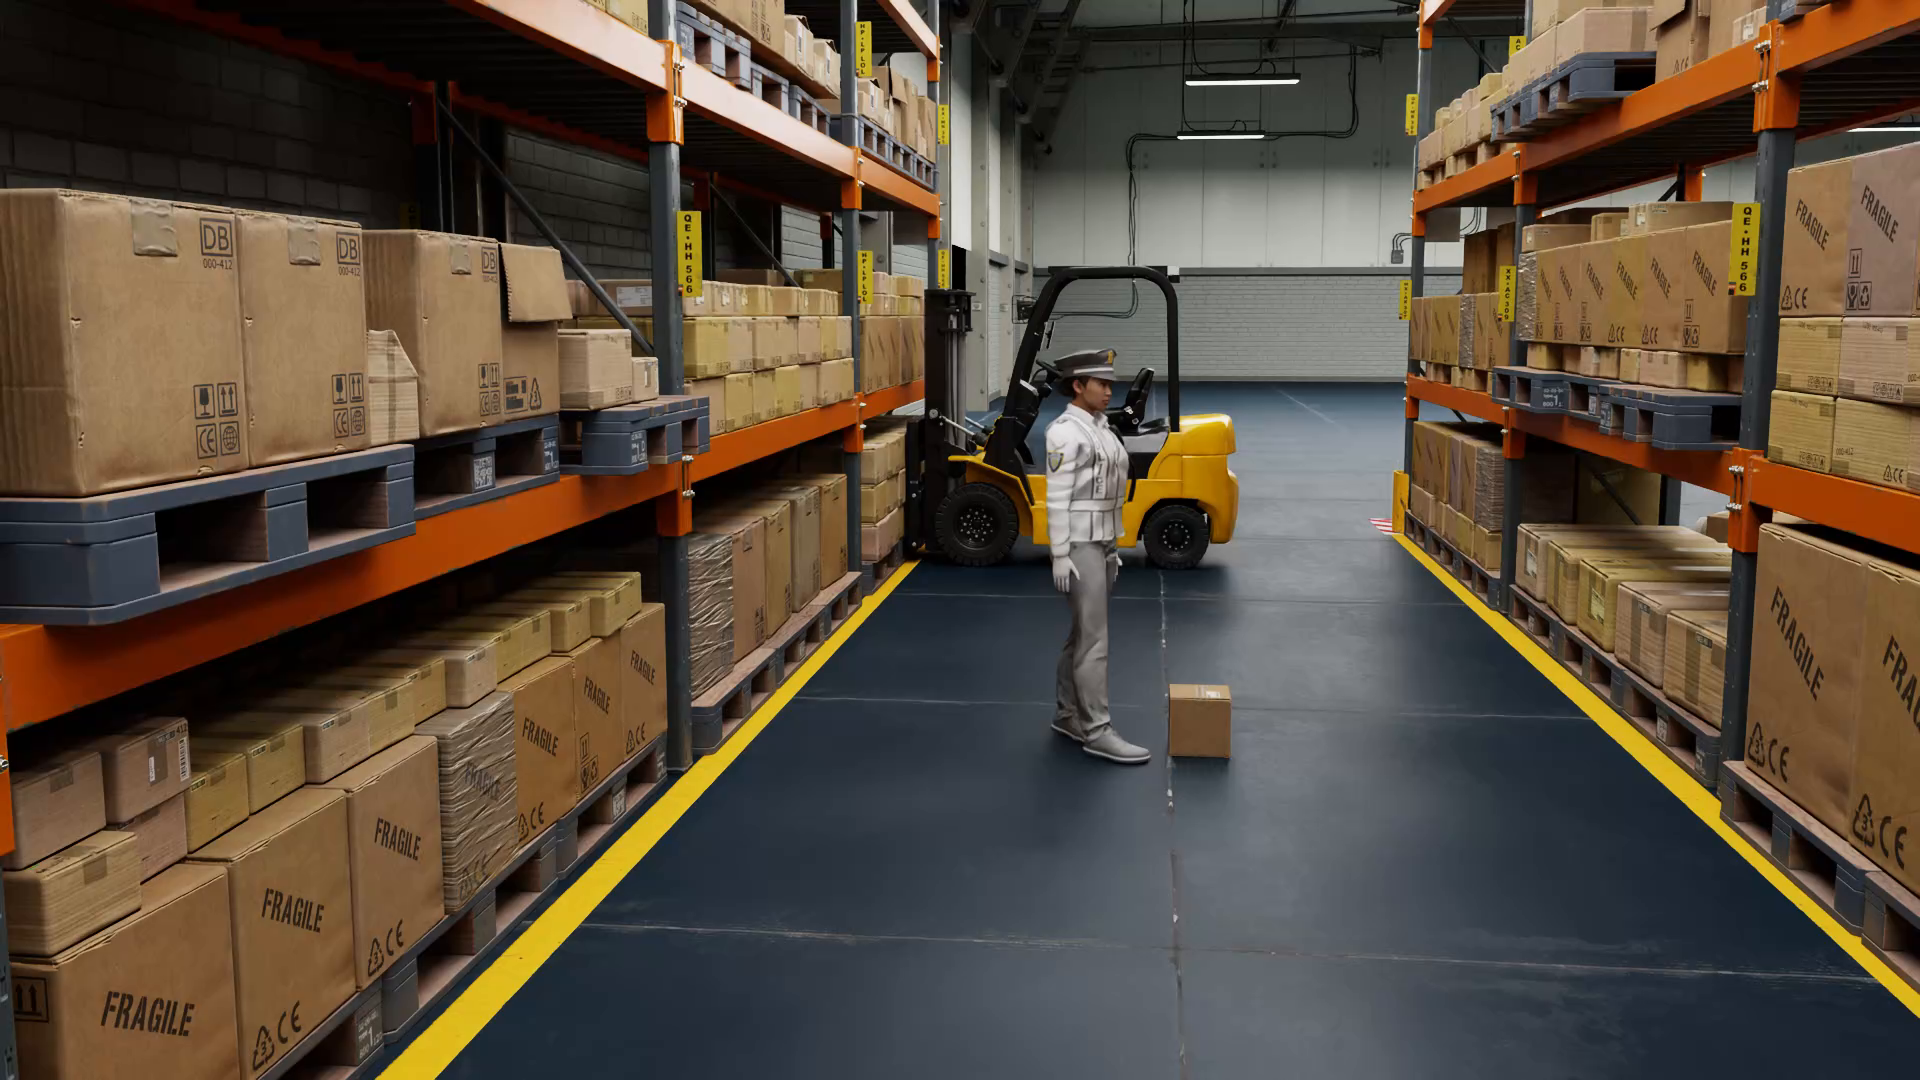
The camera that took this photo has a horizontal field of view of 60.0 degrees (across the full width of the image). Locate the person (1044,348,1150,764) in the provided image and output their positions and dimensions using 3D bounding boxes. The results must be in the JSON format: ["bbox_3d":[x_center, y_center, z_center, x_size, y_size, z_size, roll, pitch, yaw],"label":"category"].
[{"bbox_3d":[0.586,0.044,6.900,0.557,1.670,0.483,4,9,27],"label":"person"}]
